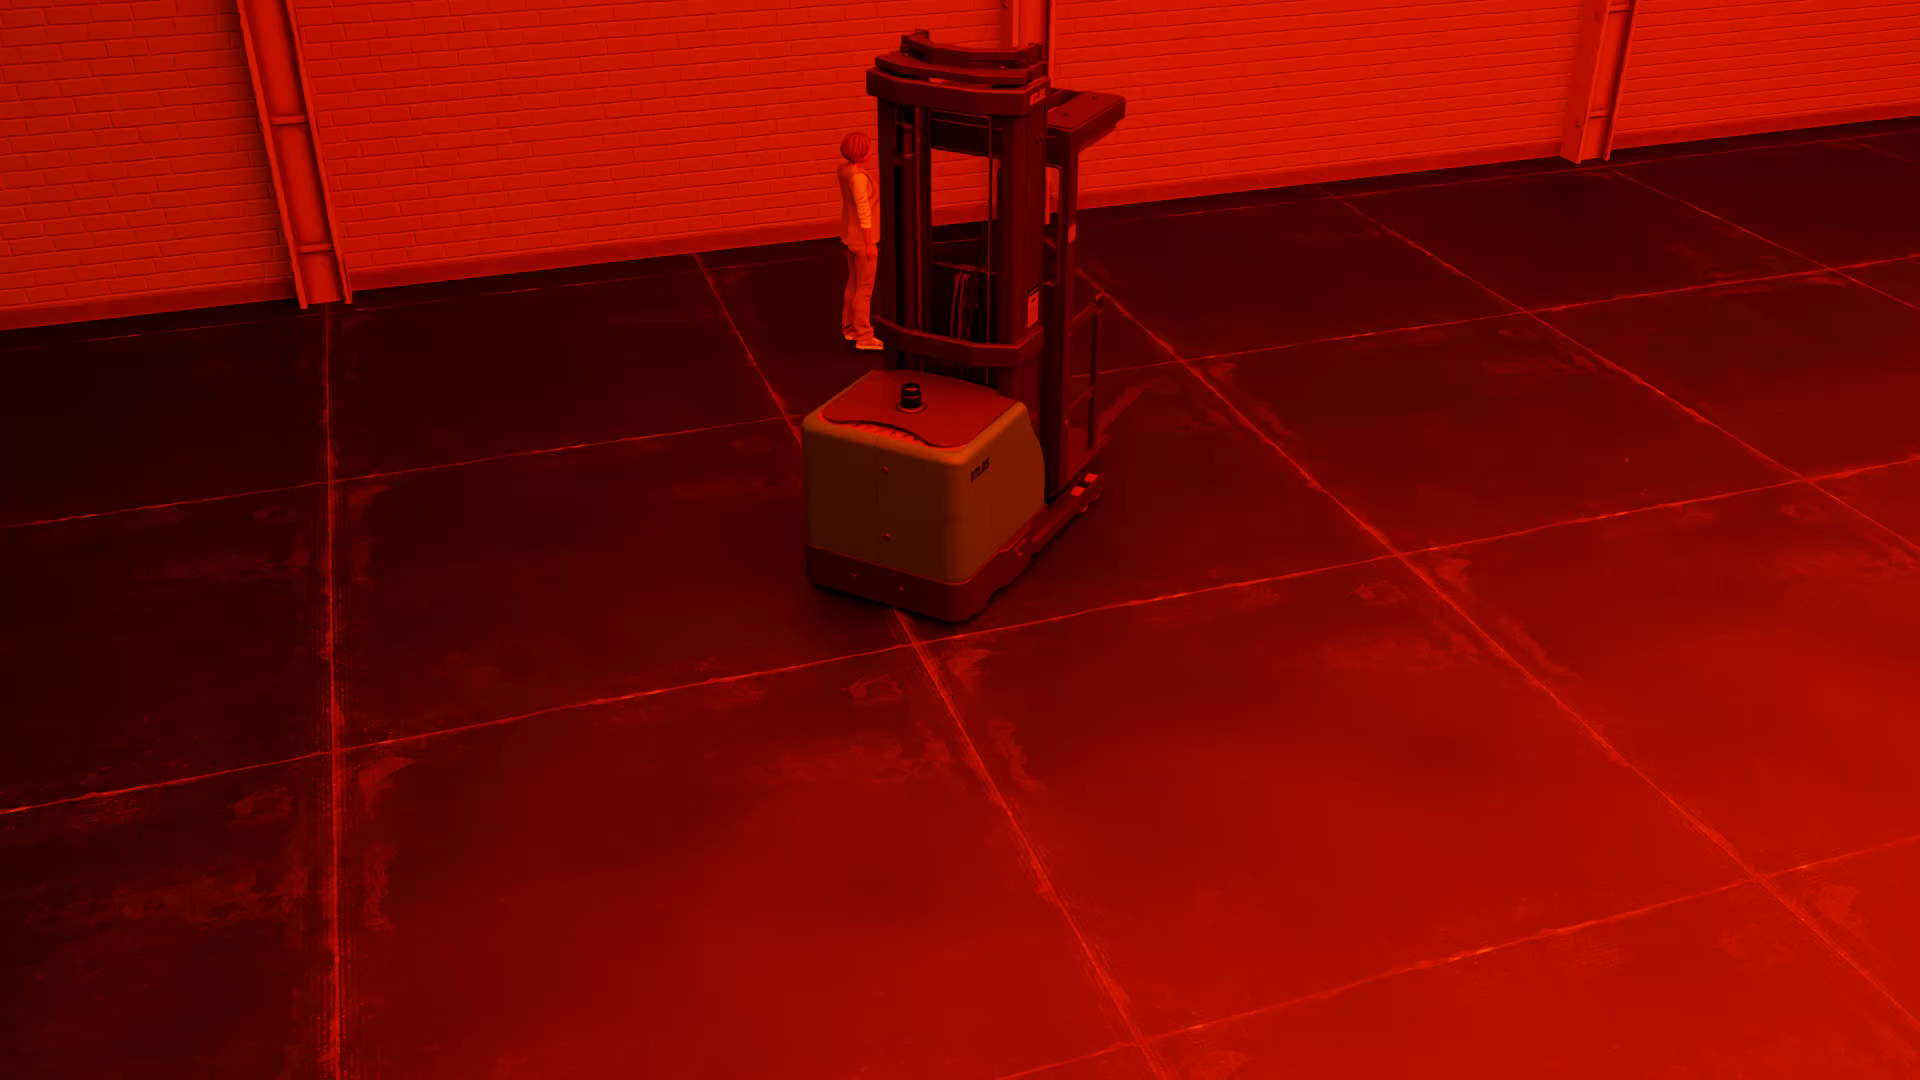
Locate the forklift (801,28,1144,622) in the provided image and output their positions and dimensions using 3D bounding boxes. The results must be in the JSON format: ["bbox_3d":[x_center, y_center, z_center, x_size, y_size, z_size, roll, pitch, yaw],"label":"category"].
[{"bbox_3d":[0.255,-1.531,9.748,1.130,2.935,3.031,15,33,24],"label":"forklift"}]

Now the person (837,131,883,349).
[{"bbox_3d":[-0.723,-2.192,12.152,0.313,1.604,0.411,-12,32,-20],"label":"person"}]
